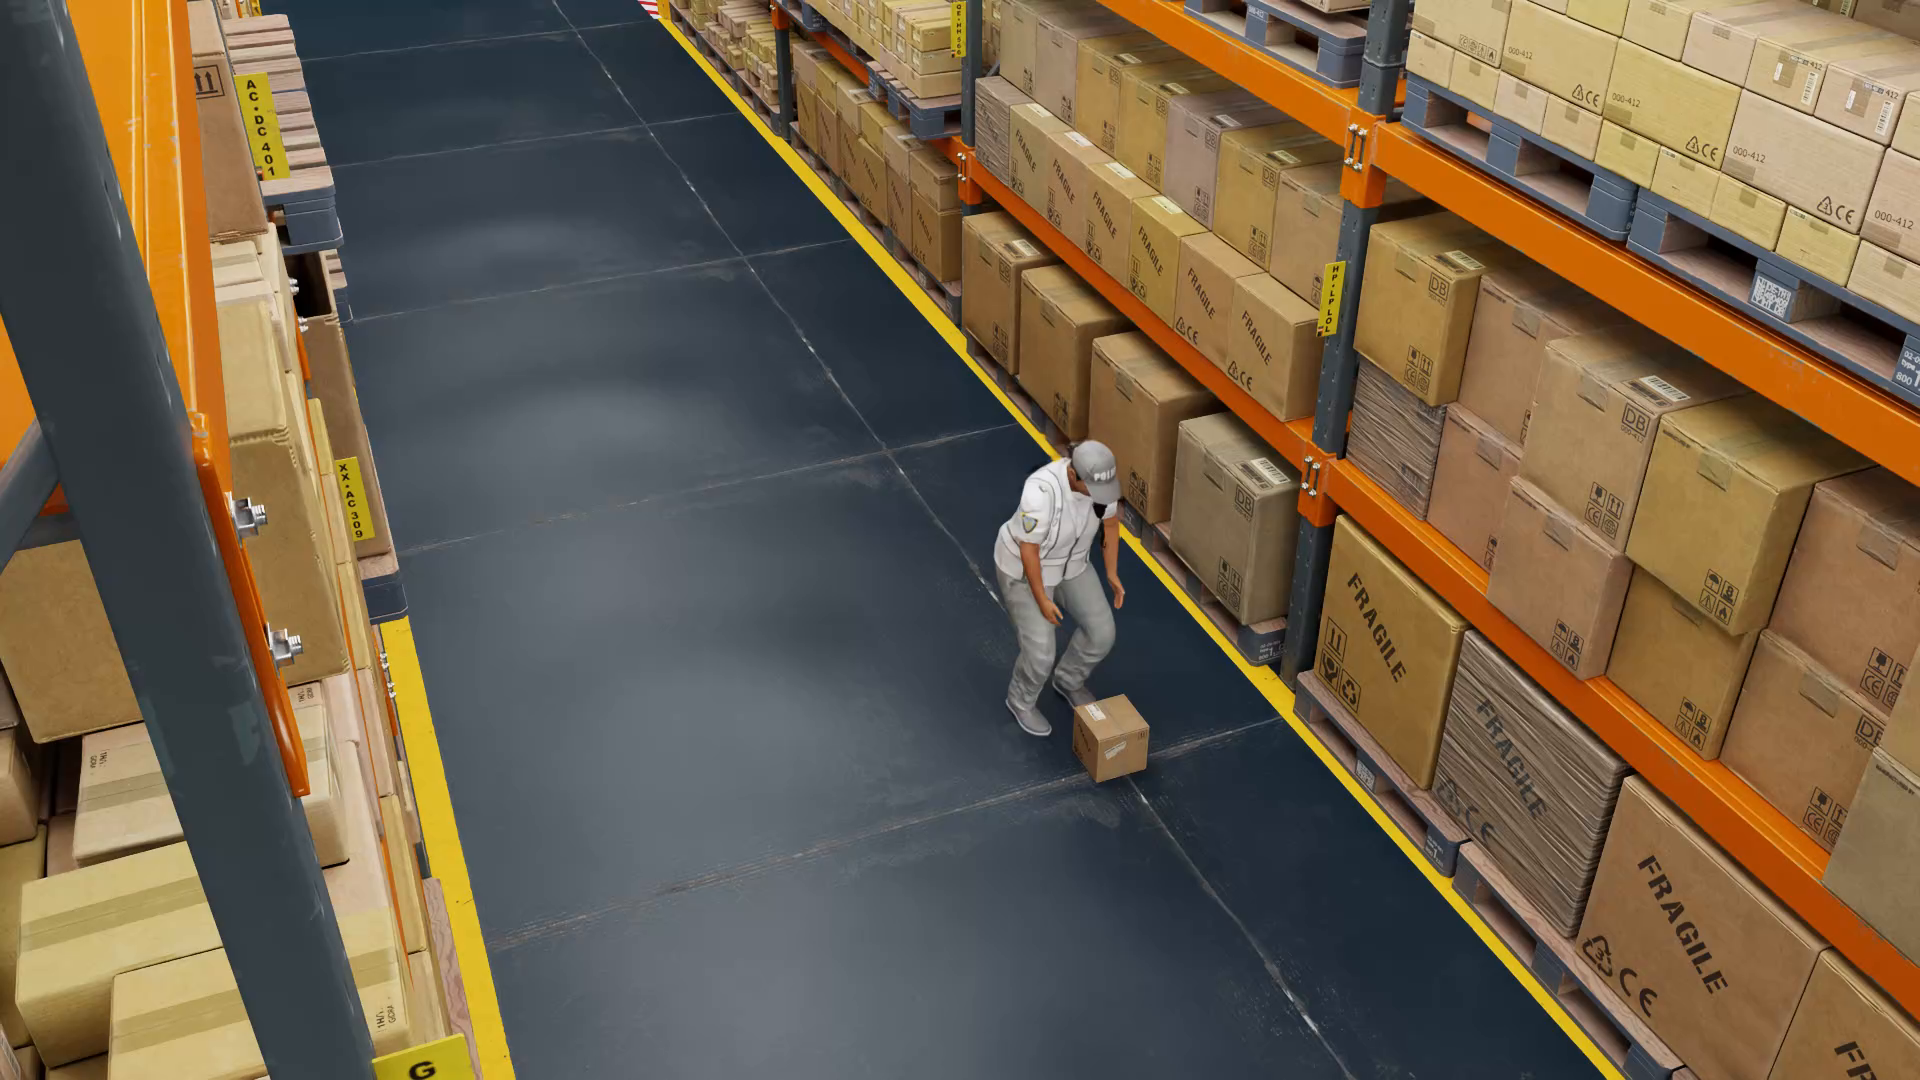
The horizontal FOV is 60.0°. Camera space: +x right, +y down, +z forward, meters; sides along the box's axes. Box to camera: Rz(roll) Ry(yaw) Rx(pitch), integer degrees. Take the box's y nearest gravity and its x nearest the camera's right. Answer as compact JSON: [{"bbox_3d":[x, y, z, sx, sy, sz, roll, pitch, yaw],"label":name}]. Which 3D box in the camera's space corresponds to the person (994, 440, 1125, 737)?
[{"bbox_3d":[0.463,0.159,7.423,0.522,1.523,0.611,-19,38,-26],"label":"person"}]
